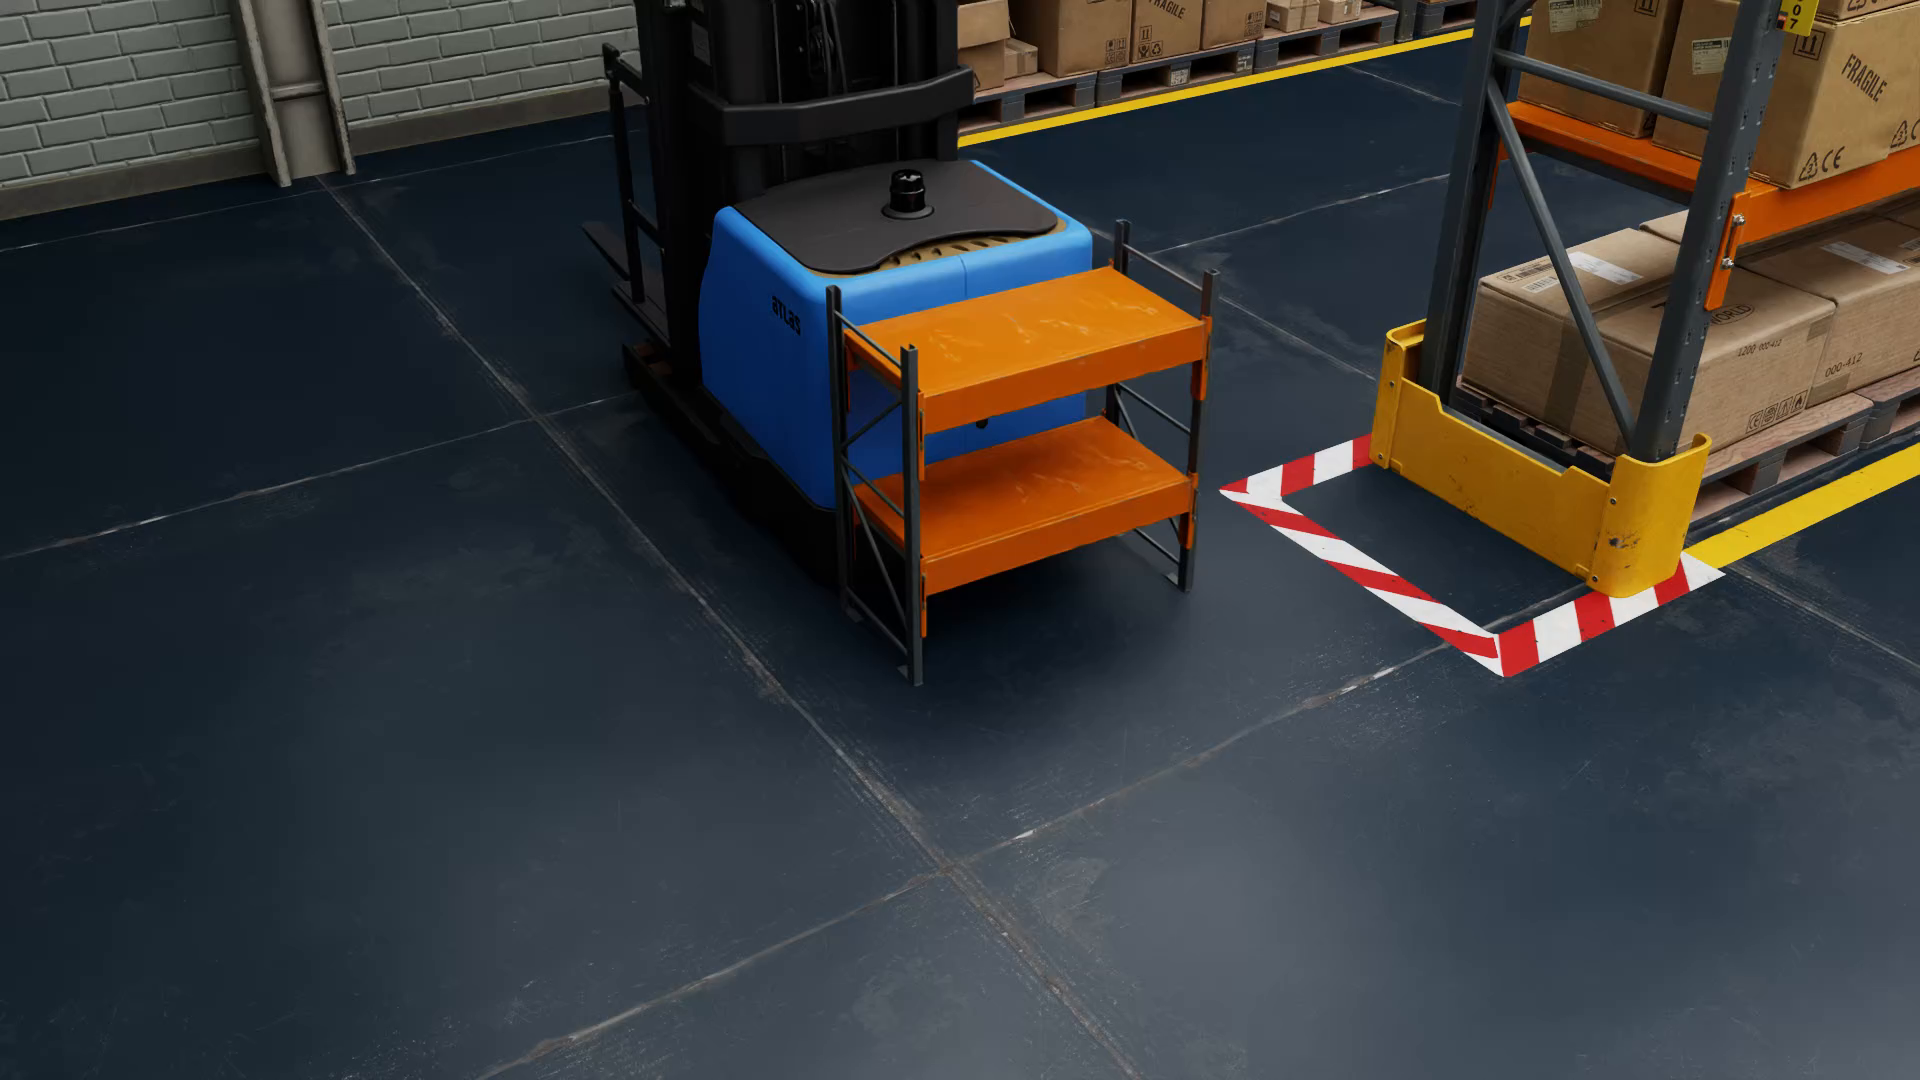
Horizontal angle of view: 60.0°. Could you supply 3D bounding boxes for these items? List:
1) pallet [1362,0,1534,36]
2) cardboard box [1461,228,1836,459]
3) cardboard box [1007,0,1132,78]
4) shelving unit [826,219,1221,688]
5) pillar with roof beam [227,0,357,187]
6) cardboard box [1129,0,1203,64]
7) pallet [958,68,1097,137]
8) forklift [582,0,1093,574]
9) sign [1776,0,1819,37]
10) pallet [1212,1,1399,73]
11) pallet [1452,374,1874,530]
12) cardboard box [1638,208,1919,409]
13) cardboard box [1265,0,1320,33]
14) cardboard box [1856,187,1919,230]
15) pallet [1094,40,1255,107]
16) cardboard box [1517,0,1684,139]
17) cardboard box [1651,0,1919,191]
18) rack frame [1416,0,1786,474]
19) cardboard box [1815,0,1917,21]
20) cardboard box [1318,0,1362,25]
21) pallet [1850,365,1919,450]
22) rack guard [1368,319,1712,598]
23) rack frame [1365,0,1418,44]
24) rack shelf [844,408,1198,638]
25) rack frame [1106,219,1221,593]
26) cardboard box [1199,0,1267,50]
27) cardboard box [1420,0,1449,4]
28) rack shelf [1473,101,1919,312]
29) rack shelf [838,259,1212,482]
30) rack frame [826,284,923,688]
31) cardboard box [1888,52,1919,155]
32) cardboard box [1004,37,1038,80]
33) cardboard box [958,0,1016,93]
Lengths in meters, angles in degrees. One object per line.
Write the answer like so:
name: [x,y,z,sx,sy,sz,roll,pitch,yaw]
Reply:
pallet: [3.323,-3.836,11.634,1.213,0.211,1.003,-19,37,-27]
cardboard box: [2.491,-0.712,6.075,0.875,0.438,0.875,-20,38,-29]
cardboard box: [0.603,-3.092,9.789,0.500,0.500,0.700,-17,36,-25]
shelving unit: [0.189,-0.283,5.145,1.048,1.125,0.538,-17,36,-25]
pillar with roof beam: [-1.124,-3.839,3.401,0.400,9.000,9.100,-19,37,-27]
cardboard box: [1.101,-3.200,9.960,0.500,0.500,0.500,-18,37,-26]
pallet: [0.031,-2.681,9.802,1.213,0.211,1.003,-19,37,-27]
forklift: [-0.709,-1.887,5.994,1.130,2.935,3.031,-16,36,-24]
sign: [2.286,-1.532,4.481,0.005,0.325,0.100,-19,37,-27]
pallet: [2.082,-3.386,10.920,1.213,0.211,1.003,-19,37,-27]
pallet: [2.620,-0.469,6.296,1.213,0.211,1.003,-19,37,-27]
cardboard box: [3.256,-0.980,6.501,0.875,0.438,0.875,-18,36,-26]
cardboard box: [2.051,-3.389,10.480,0.258,0.266,0.396,-18,36,-26]
cardboard box: [4.014,-1.240,6.913,0.875,0.438,0.875,-20,37,-29]
pallet: [1.056,-3.031,10.358,1.213,0.211,1.003,-19,37,-27]
cardboard box: [2.252,-1.683,5.513,0.500,0.500,0.500,-19,37,-27]
cardboard box: [2.549,-1.435,5.119,0.500,0.500,0.500,-19,37,-28]
rack frame: [1.990,-1.383,5.130,0.127,3.000,1.000,-19,37,-27]
cardboard box: [2.548,-1.859,4.854,0.500,0.500,0.500,-20,37,-28]
cardboard box: [2.351,-3.443,10.675,0.250,0.149,0.380,-20,37,-29]
pallet: [3.644,-0.820,6.852,1.213,0.211,1.003,-19,37,-27]
rack guard: [1.970,-0.318,5.786,0.348,0.500,1.175,-19,37,-27]
rack frame: [2.660,-4.764,10.490,0.127,3.000,1.000,-19,37,-27]
rack shelf: [0.189,-0.077,5.275,1.000,0.278,0.538,-17,36,-25]
rack frame: [0.628,-0.420,5.361,0.032,1.125,0.500,-17,36,-25]
cardboard box: [1.475,-3.392,10.265,0.500,0.500,0.700,-20,38,-29]
cardboard box: [3.188,-3.923,11.107,0.500,0.500,0.500,-17,36,-25]
rack shelf: [3.671,-1.656,6.239,4.000,0.370,1.077,-19,37,-27]
rack shelf: [0.189,-0.531,4.989,1.000,0.278,0.538,-17,36,-25]
rack frame: [-0.251,-0.147,4.929,0.032,1.125,0.500,-17,36,-25]
cardboard box: [2.959,-1.594,5.371,0.500,0.500,0.500,-20,37,-28]
cardboard box: [0.241,-2.819,9.686,0.250,0.149,0.380,-21,38,-29]
cardboard box: [-0.137,-2.863,9.424,0.637,0.503,0.797,-21,38,-29]
